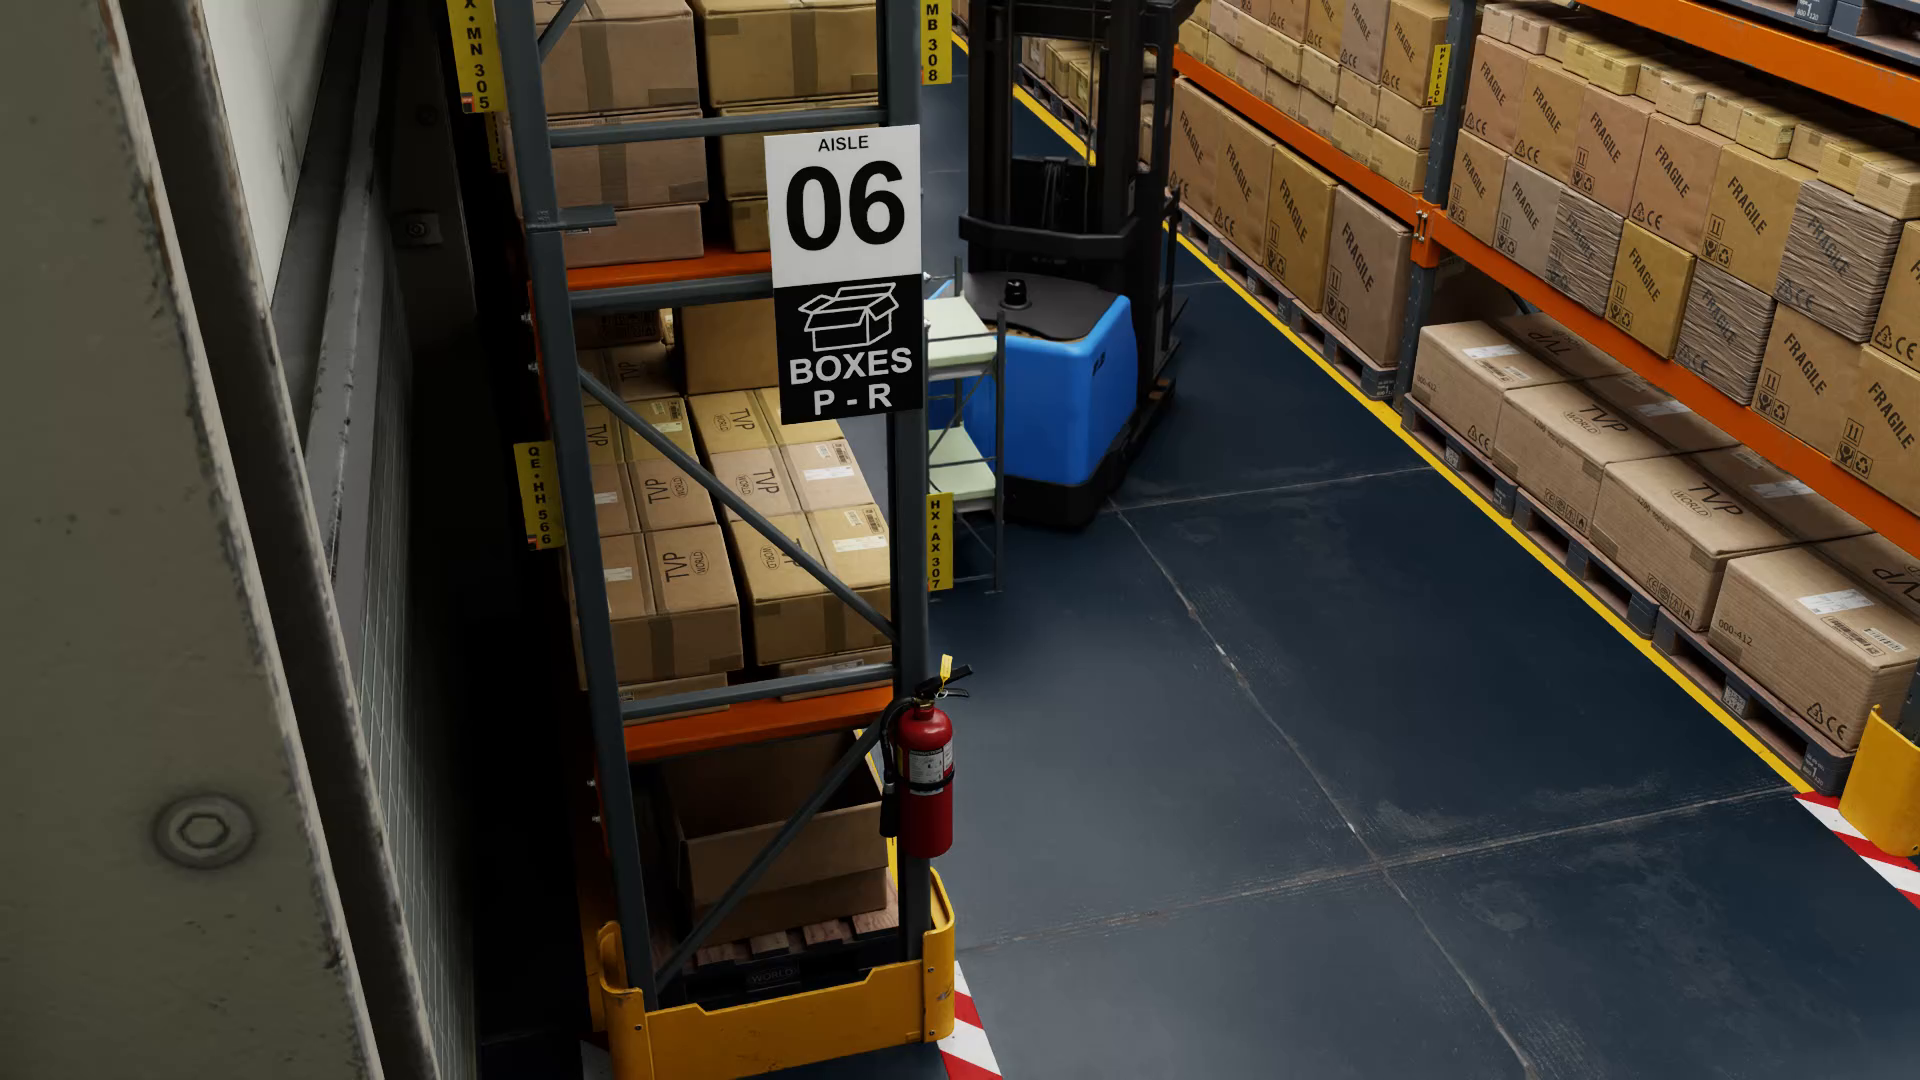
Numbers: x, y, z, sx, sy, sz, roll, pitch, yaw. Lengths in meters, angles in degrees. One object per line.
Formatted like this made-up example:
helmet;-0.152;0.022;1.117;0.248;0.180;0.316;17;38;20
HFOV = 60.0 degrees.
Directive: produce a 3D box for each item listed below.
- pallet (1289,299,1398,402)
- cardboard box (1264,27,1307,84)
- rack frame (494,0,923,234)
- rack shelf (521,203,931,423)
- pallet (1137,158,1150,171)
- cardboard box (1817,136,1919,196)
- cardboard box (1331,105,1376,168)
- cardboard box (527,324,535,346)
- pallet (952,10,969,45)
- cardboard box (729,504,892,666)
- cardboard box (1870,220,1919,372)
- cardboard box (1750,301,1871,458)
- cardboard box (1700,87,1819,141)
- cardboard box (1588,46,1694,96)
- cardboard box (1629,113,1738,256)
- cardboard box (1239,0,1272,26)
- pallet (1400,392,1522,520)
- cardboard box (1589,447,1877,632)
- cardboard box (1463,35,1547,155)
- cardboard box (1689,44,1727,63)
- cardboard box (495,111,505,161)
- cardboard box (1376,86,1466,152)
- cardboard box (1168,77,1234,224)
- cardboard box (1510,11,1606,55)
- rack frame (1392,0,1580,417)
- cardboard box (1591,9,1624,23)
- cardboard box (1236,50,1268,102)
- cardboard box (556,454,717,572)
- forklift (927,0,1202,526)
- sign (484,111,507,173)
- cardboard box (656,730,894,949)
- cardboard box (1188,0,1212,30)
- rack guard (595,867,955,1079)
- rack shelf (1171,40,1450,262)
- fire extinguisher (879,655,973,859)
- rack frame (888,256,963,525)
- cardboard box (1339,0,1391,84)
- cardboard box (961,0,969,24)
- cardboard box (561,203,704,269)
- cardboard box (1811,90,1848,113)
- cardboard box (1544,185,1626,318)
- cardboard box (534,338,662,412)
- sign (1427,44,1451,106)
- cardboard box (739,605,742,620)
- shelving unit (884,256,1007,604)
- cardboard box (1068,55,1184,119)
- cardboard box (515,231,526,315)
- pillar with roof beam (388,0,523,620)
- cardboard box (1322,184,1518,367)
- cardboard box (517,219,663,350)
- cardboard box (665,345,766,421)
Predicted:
pallet;2.853;-1.295;10.776;1.003;0.211;1.213;-8;31;-13
cardboard box;2.343;-3.206;10.945;0.500;0.250;0.500;-7;31;-12
rack frame;-0.593;-2.142;3.467;1.000;3.000;0.127;-8;31;-13
rack shelf;-1.124;-1.498;6.067;1.077;0.370;4.000;-8;31;-13
pallet;1.862;-3.241;14.140;1.003;0.211;1.213;-8;31;-13
cardboard box;3.636;-1.470;6.551;0.380;0.149;0.250;-7;31;-12
cardboard box;2.634;-2.503;10.230;0.500;0.250;0.500;-8;31;-14
cardboard box;-2.193;-1.016;9.586;0.500;0.500;0.500;-9;31;-15
pallet;0.467;-5.706;18.397;1.003;0.211;1.213;-8;31;-13
cardboard box;-0.454;0.136;5.373;0.500;0.250;0.500;-8;31;-13
cardboard box;3.834;-0.884;6.185;0.500;0.500;0.500;-7;31;-12
cardboard box;3.690;-0.692;6.852;0.500;0.500;0.500;-8;31;-14
cardboard box;3.460;-1.849;7.204;0.380;0.149;0.250;-7;31;-12
cardboard box;3.205;-2.209;7.826;0.380;0.149;0.250;-9;31;-15
cardboard box;3.407;-1.615;7.448;0.500;0.500;0.500;-8;31;-14
cardboard box;2.227;-3.786;11.198;0.500;0.500;0.500;-7;31;-12
pallet;3.256;-0.554;9.497;1.003;0.211;1.213;-8;31;-13
cardboard box;3.669;-0.026;7.939;0.875;0.438;0.875;-7;31;-12
cardboard box;3.023;-2.353;8.722;0.500;0.500;0.500;-8;31;-13
cardboard box;3.726;-2.290;7.966;0.380;0.149;0.250;-8;31;-14
cardboard box;-1.121;-1.332;4.915;0.500;0.250;0.500;-8;31;-13
cardboard box;2.779;-2.471;9.675;0.500;0.250;0.500;-8;31;-13
cardboard box;2.172;-2.988;12.620;0.875;0.875;0.875;-8;31;-14
cardboard box;3.047;-2.587;8.480;0.380;0.149;0.250;-7;31;-13
rack frame;3.130;-2.139;9.451;1.000;3.000;0.127;-8;31;-13
cardboard box;3.484;-2.647;8.584;0.380;0.149;0.250;-7;31;-12
cardboard box;2.243;-3.236;11.496;0.500;0.250;0.500;-7;31;-12
cardboard box;-1.107;-0.045;5.686;0.500;0.250;0.500;-8;31;-13
forklift;0.679;-2.066;9.393;1.130;2.935;3.031;11;32;18
sign;-2.189;-1.903;7.887;0.100;0.325;0.005;-8;31;-13
cardboard box;-0.664;1.046;6.022;0.797;0.503;0.637;-9;31;-15
cardboard box;1.965;-3.945;12.221;0.500;0.250;0.500;-8;31;-14
rack guard;-0.613;1.500;5.659;1.175;0.500;0.348;-8;31;-13
rack shelf;2.599;-2.793;11.300;1.077;0.370;4.000;-8;31;-13
fire extinguisher;-0.108;0.659;5.066;0.296;0.674;0.183;-8;31;-13
rack frame;-0.183;-0.716;8.490;0.400;1.500;0.023;-8;31;-13
cardboard box;2.625;-3.046;9.921;0.500;0.500;0.500;-7;31;-12
cardboard box;0.309;-5.746;18.009;0.500;0.250;0.500;-7;31;-13
cardboard box;-0.901;-0.858;4.495;0.380;0.149;0.250;-7;31;-12
cardboard box;3.993;-1.927;7.339;0.380;0.149;0.250;-9;31;-14
cardboard box;3.258;-1.436;8.137;0.500;0.500;0.500;-8;31;-13
cardboard box;-1.509;-0.775;6.947;0.500;0.250;0.500;-7;31;-12
sign;2.610;-2.529;9.048;0.100;0.325;0.005;-8;31;-13
cardboard box;-0.631;0.129;5.783;0.380;0.149;0.250;-8;31;-14
shelving unit;-0.085;-0.540;8.185;0.431;1.500;0.755;-8;31;-13
cardboard box;1.529;-4.112;15.063;0.950;0.372;0.625;-7;31;-12
cardboard box;-2.623;-1.773;10.895;0.500;0.500;0.500;-6;31;-11
pillar with roof beam;1.812;-4.190;7.006;9.100;9.000;0.400;-8;31;-13
cardboard box;2.888;-1.690;10.377;0.875;0.875;0.875;-7;31;-12
cardboard box;-1.516;-1.111;6.779;0.500;0.500;0.500;-9;31;-15
cardboard box;-0.882;-0.596;6.638;0.500;0.250;0.500;-9;31;-15
